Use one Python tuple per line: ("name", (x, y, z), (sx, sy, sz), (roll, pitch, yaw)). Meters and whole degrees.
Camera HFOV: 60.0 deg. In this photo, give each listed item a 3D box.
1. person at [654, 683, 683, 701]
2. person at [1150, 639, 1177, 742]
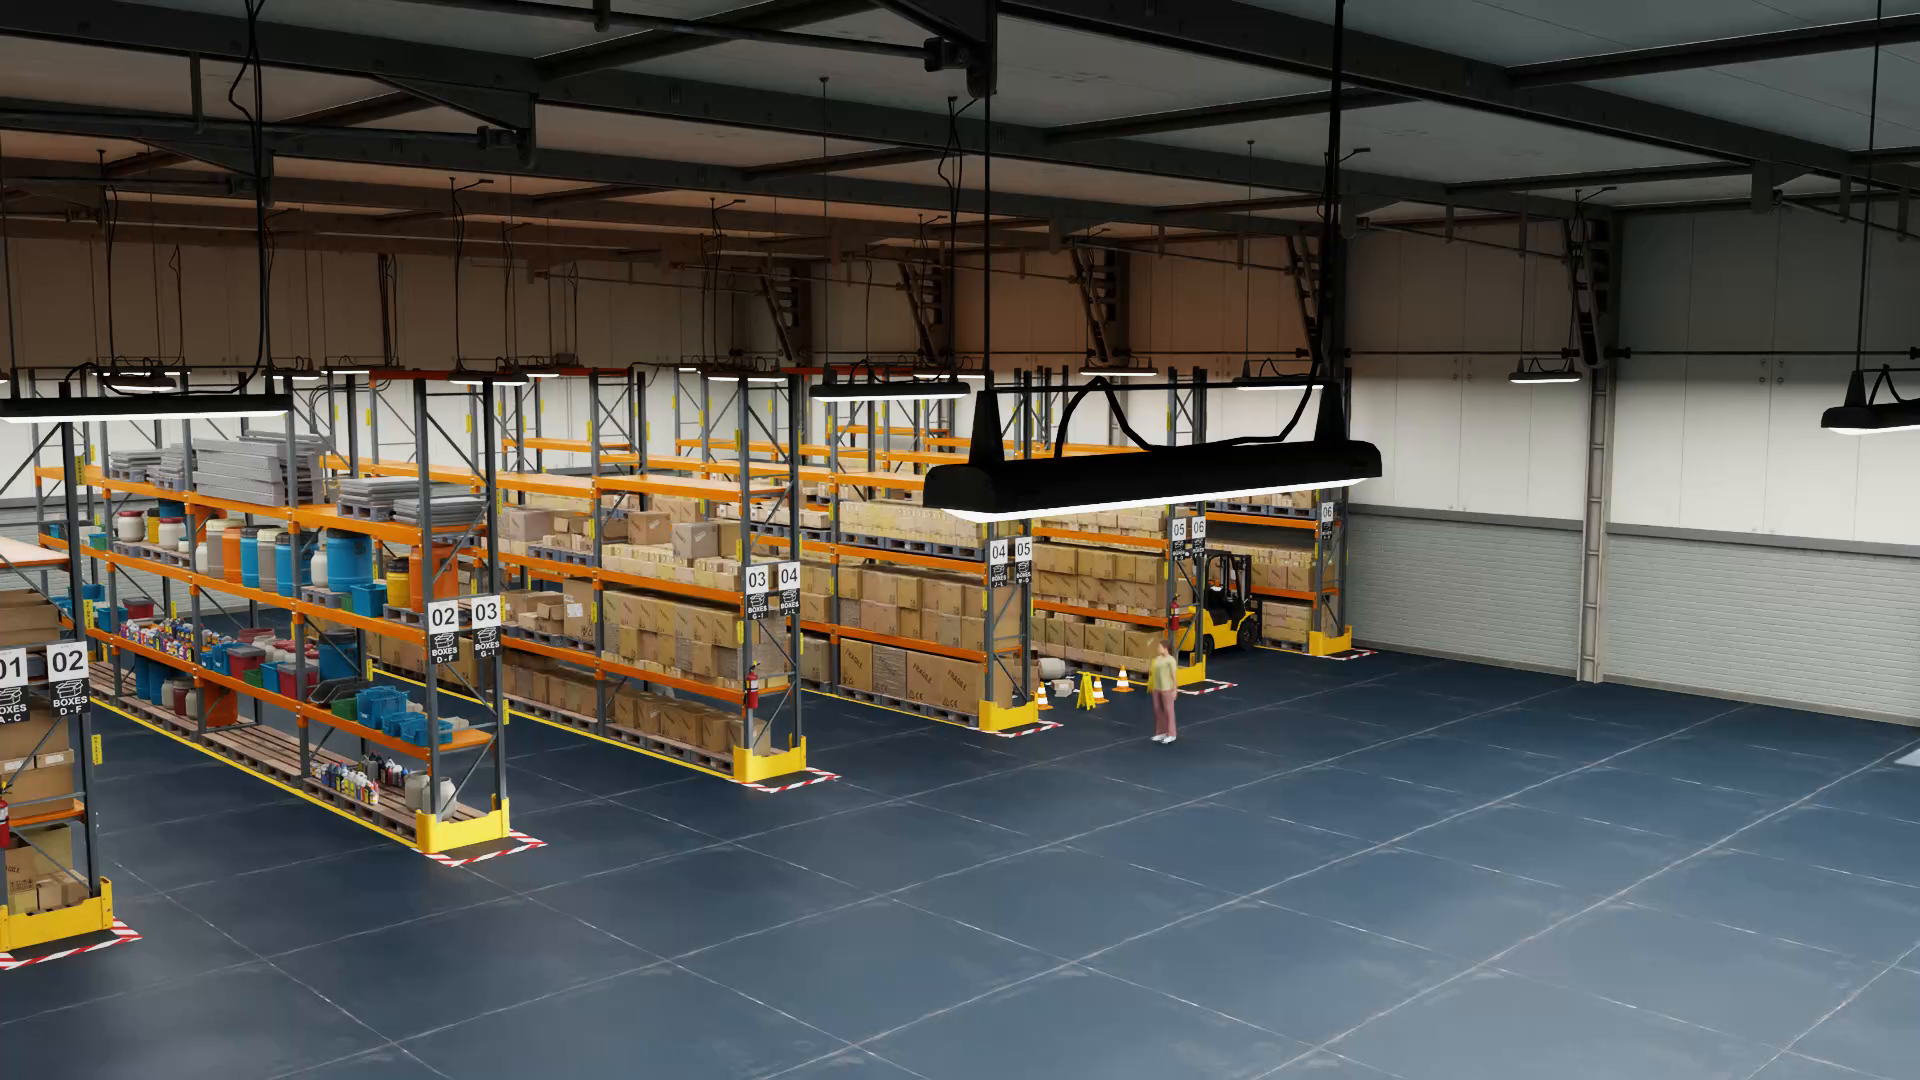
("person", (-5.201, 2.114, 29.678), (0.617, 1.747, 0.589), (-2, 7, -21))
("person", (3.327, 2.471, 27.080), (0.357, 1.681, 0.565), (-5, 8, -39))
